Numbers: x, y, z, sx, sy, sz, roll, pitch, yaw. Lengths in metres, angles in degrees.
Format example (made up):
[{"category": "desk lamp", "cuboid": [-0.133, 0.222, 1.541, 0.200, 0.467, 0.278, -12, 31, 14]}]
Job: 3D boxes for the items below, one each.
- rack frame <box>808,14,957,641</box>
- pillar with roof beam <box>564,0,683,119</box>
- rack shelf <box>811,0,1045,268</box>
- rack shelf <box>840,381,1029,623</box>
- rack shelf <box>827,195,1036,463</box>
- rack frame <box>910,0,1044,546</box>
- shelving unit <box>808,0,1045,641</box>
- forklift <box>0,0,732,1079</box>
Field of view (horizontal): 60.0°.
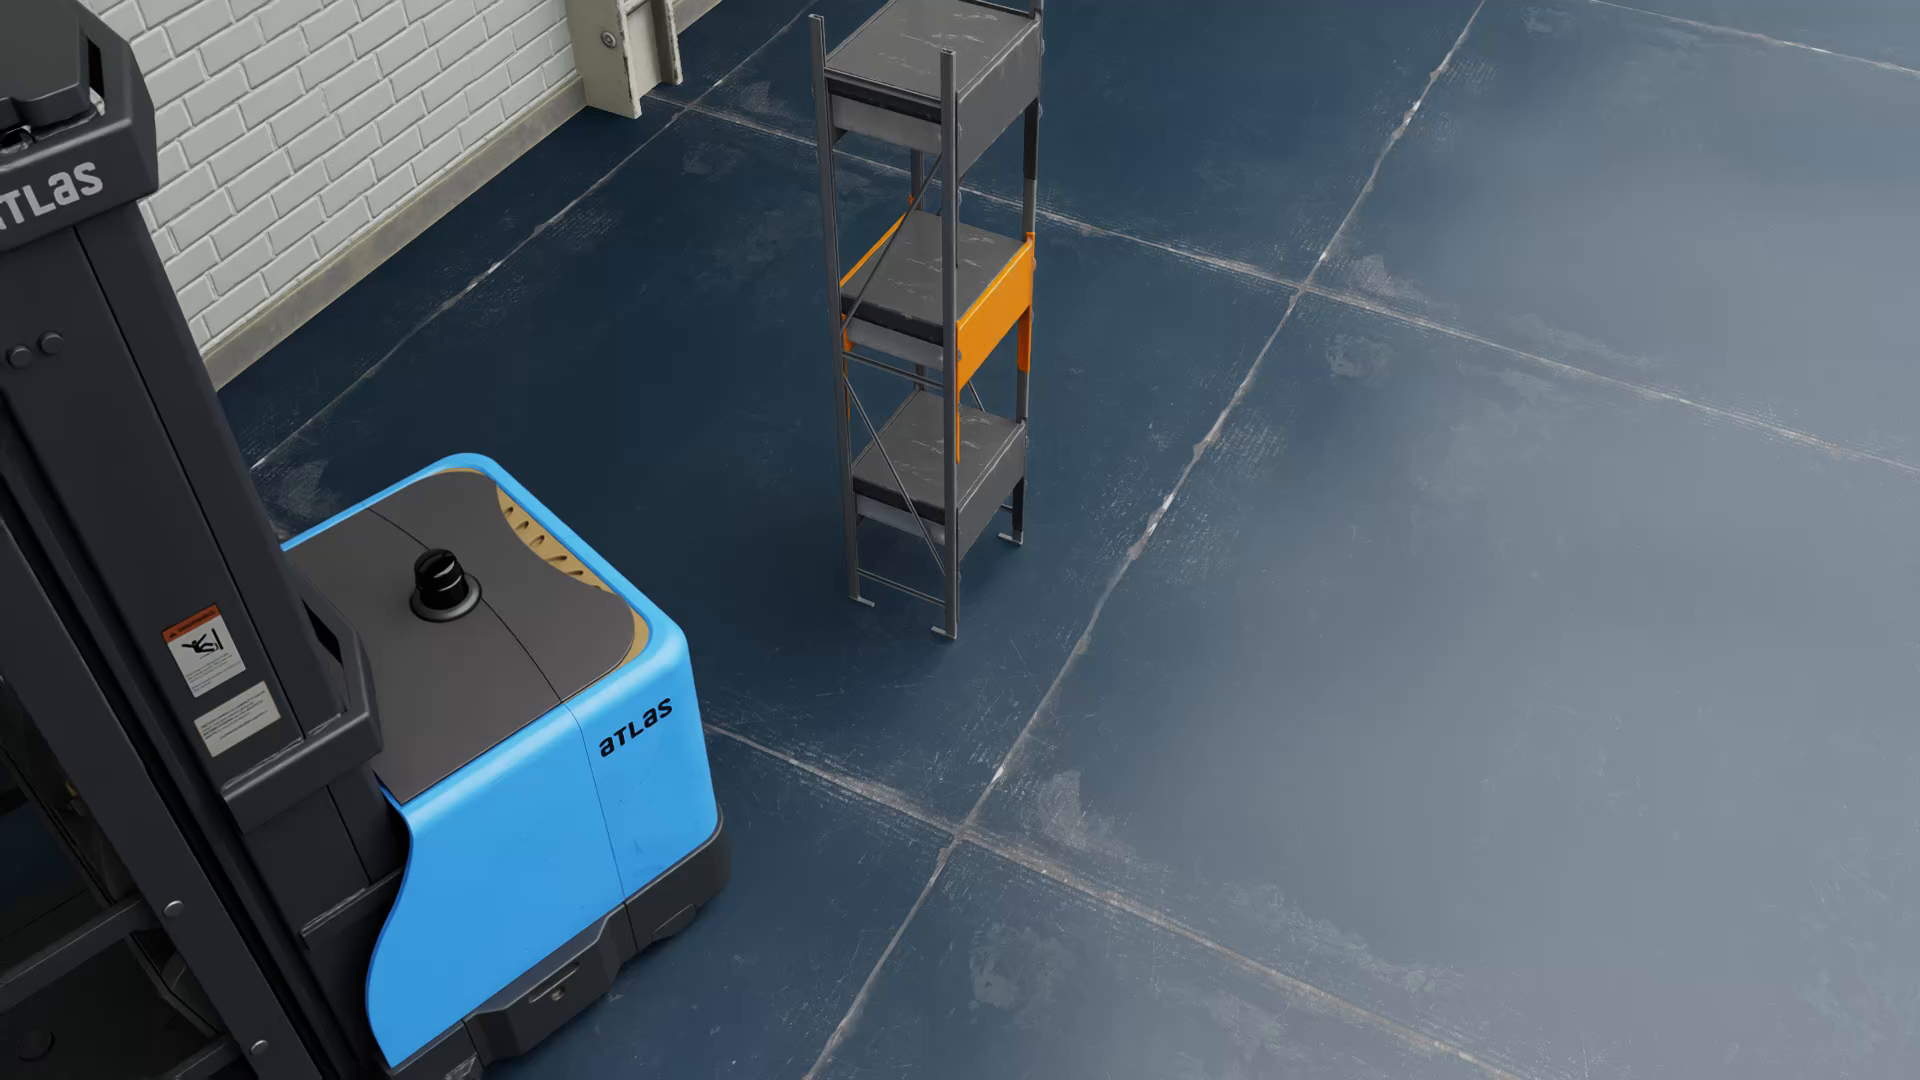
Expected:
[{"category": "rack frame", "cuboid": [-0.190, -0.480, 4.748, 0.400, 2.100, 0.015, 20, 49, 19]}, {"category": "pillar with roof beam", "cuboid": [2.271, -3.858, 3.236, 9.100, 9.000, 0.400, 20, 49, 19]}, {"category": "rack shelf", "cuboid": [-0.077, -1.116, 4.412, 0.431, 0.518, 0.480, 20, 49, 19]}, {"category": "rack shelf", "cuboid": [-0.077, -0.132, 5.408, 0.431, 0.518, 0.480, 20, 49, 19]}, {"category": "rack shelf", "cuboid": [-0.077, -0.624, 4.910, 0.431, 0.518, 0.480, 20, 49, 19]}, {"category": "rack frame", "cuboid": [0.036, -0.788, 5.052, 0.400, 2.100, 0.015, 20, 49, 19]}, {"category": "shelving unit", "cuboid": [-0.077, -0.634, 4.900, 0.431, 2.100, 0.503, 20, 49, 19]}, {"category": "forklift", "cuboid": [-2.063, 0.434, 3.261, 3.031, 2.935, 1.130, -34, 54, -29]}]
